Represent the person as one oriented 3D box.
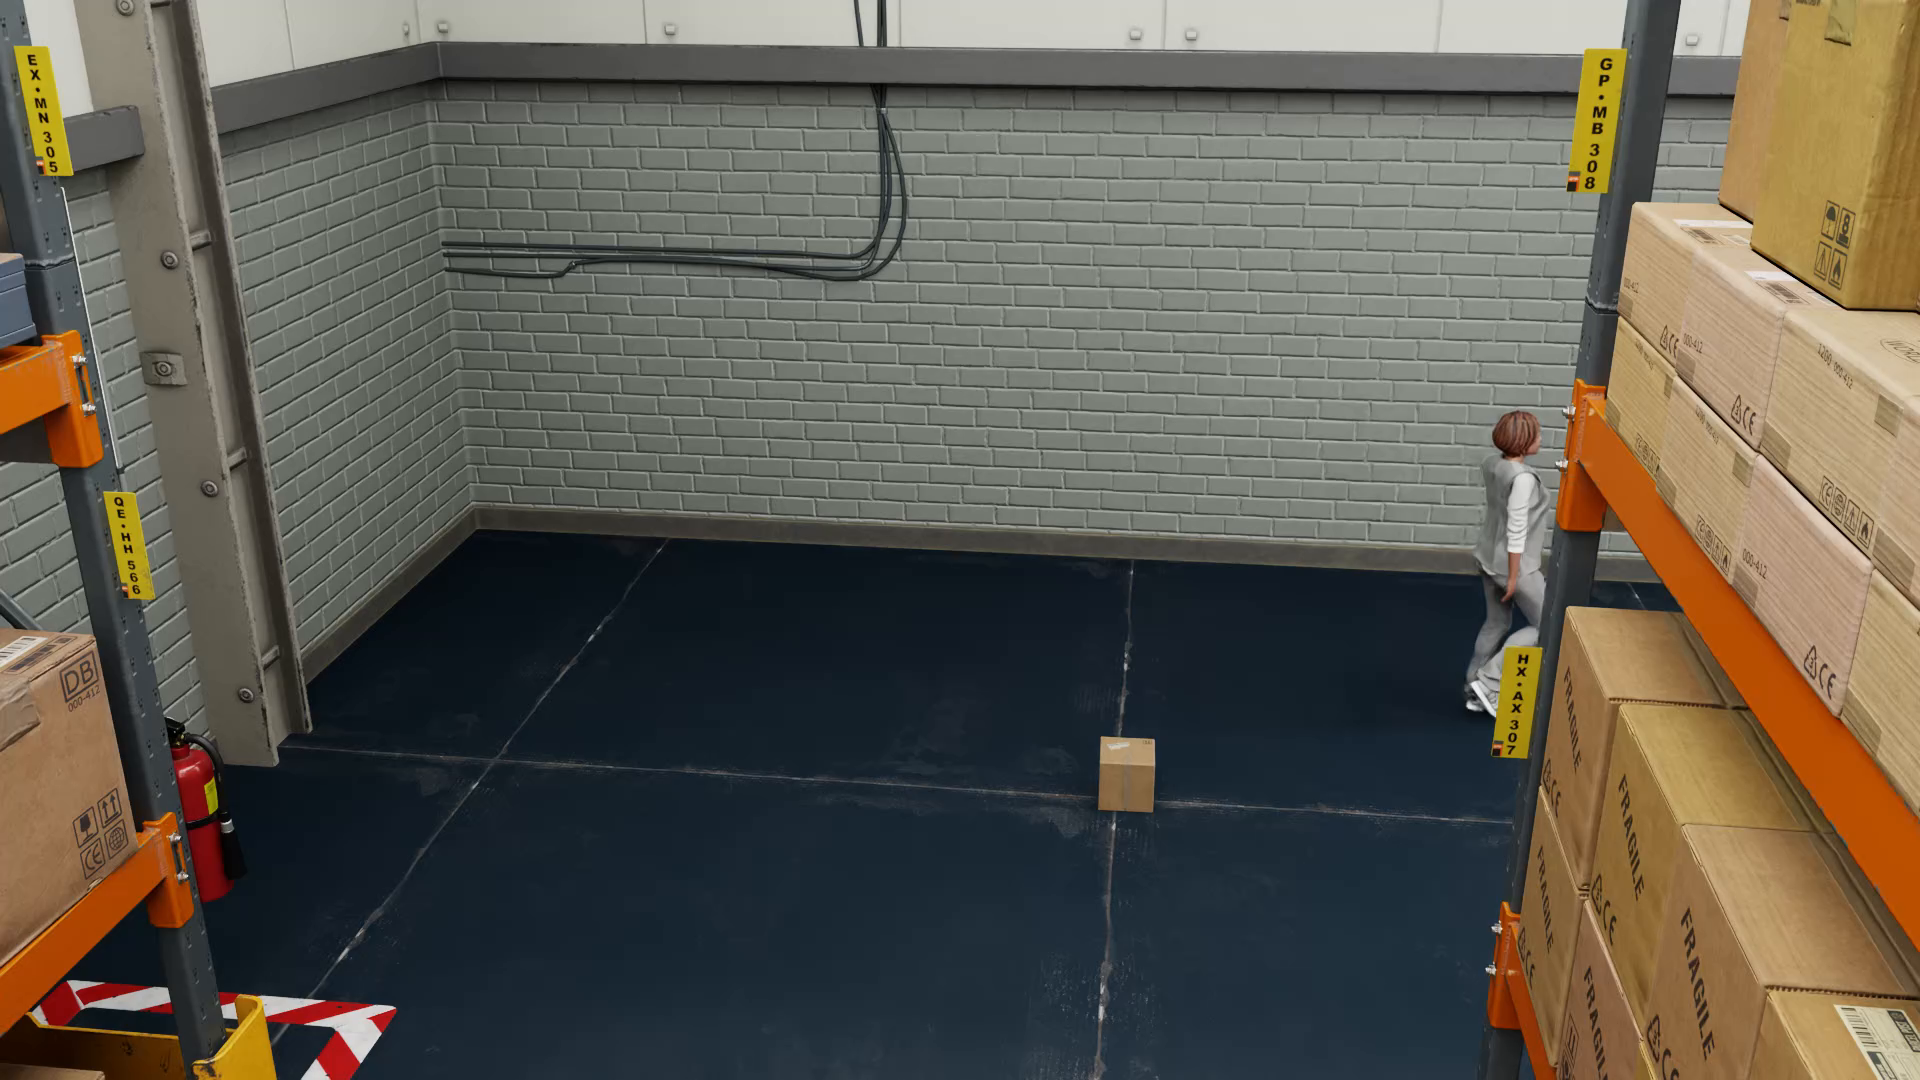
[{"bbox_3d":[2.736,0.124,8.218,0.399,1.589,0.411,-4,22,-10],"label":"person"}]
